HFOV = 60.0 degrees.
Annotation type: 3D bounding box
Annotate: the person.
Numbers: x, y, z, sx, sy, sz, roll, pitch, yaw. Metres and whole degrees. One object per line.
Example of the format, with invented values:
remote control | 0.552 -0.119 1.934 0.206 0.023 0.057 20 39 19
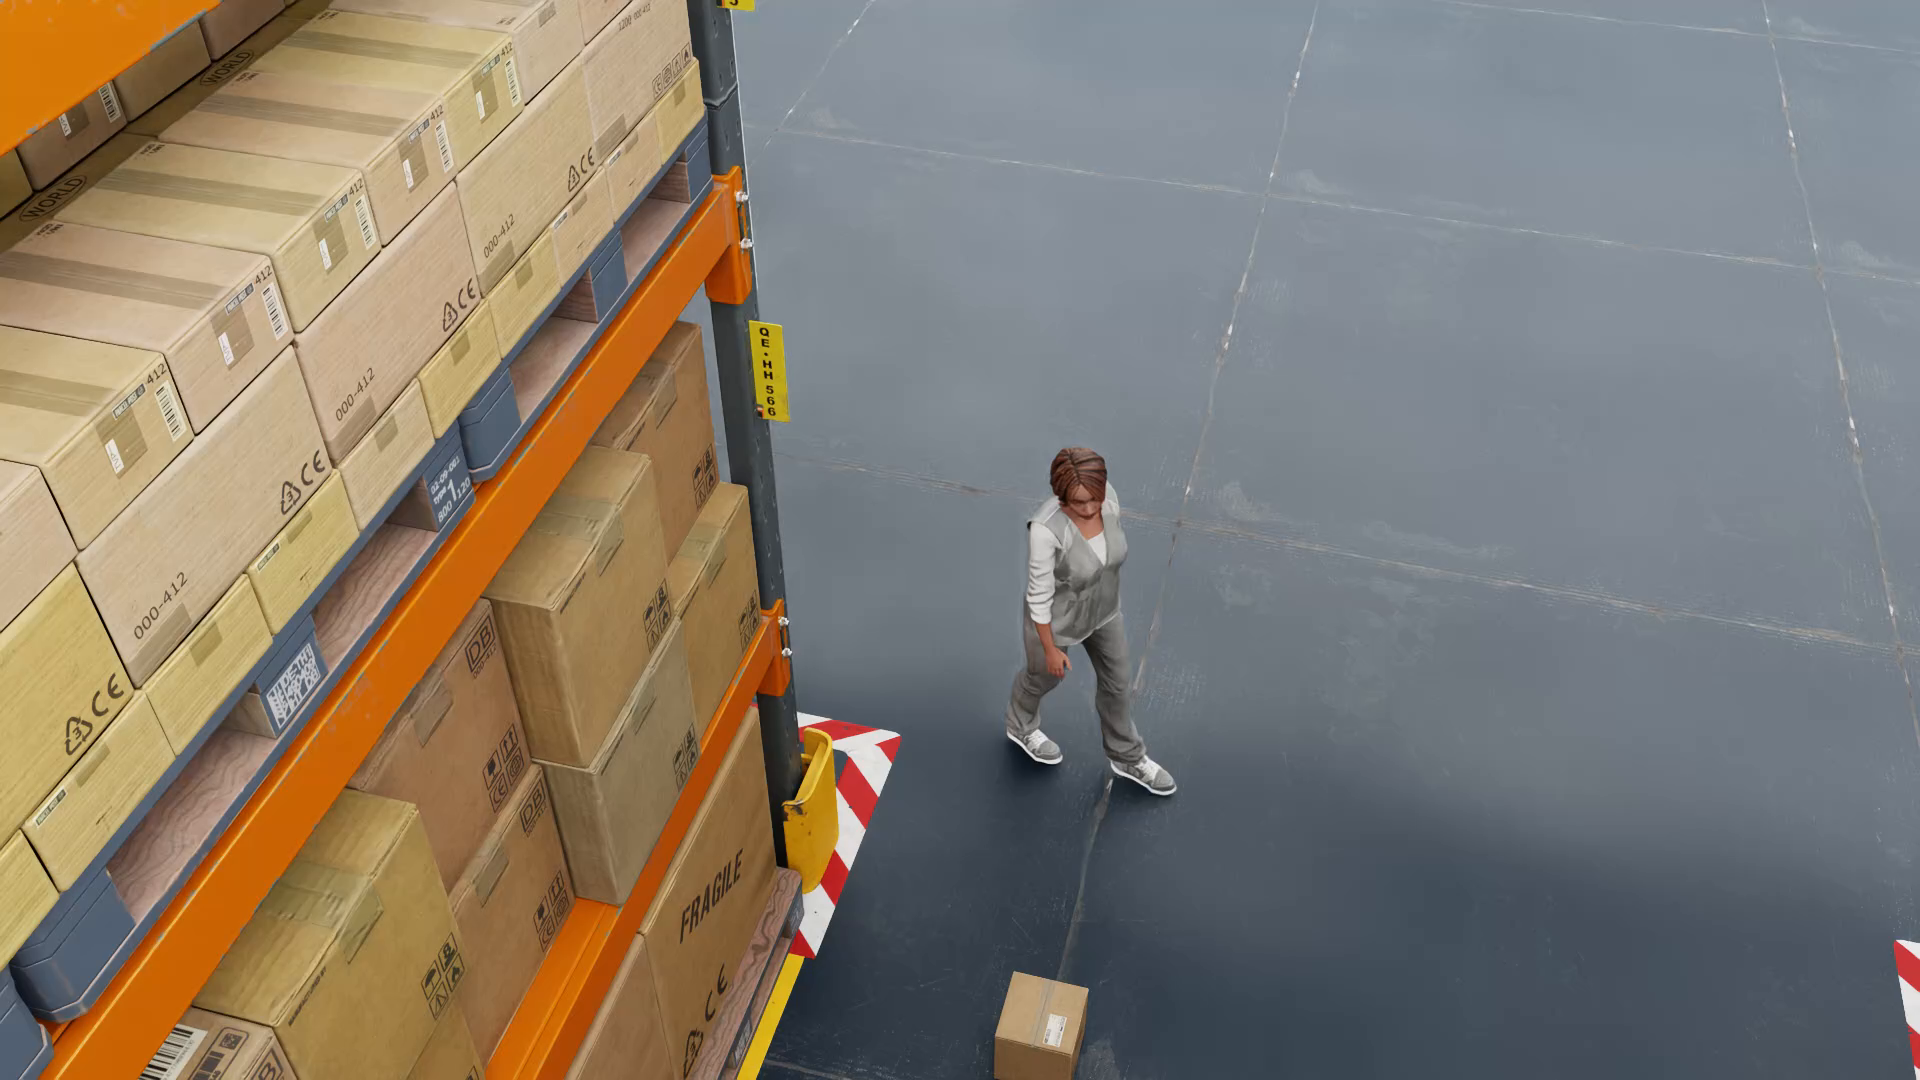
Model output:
person | 0.435 0.283 5.835 0.486 1.580 0.663 -28 49 -28
